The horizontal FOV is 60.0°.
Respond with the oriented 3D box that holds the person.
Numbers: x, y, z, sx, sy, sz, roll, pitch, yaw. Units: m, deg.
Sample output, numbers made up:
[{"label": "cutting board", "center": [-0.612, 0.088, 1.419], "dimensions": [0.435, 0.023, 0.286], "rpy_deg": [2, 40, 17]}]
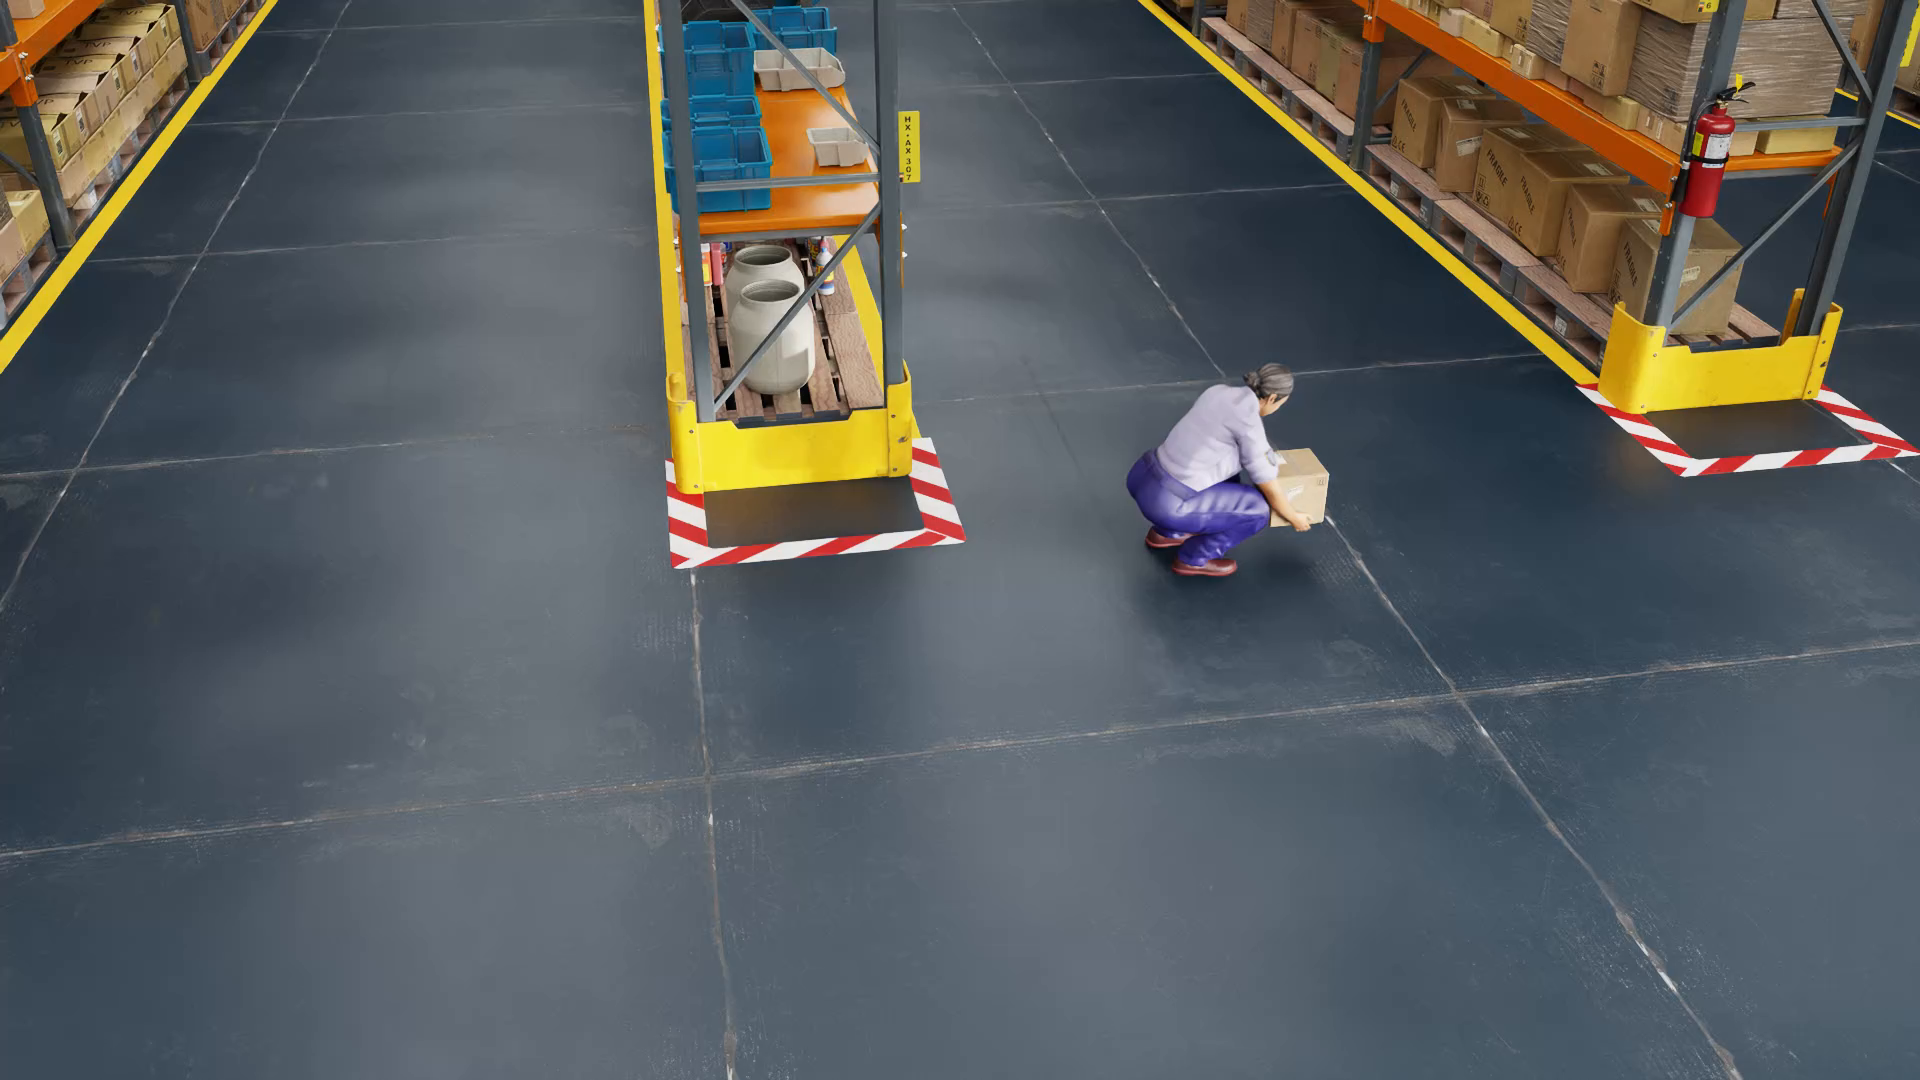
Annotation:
[{"label": "person", "center": [1.161, -0.325, 7.407], "dimensions": [0.823, 0.928, 0.525], "rpy_deg": [-5, 31, -9]}]
